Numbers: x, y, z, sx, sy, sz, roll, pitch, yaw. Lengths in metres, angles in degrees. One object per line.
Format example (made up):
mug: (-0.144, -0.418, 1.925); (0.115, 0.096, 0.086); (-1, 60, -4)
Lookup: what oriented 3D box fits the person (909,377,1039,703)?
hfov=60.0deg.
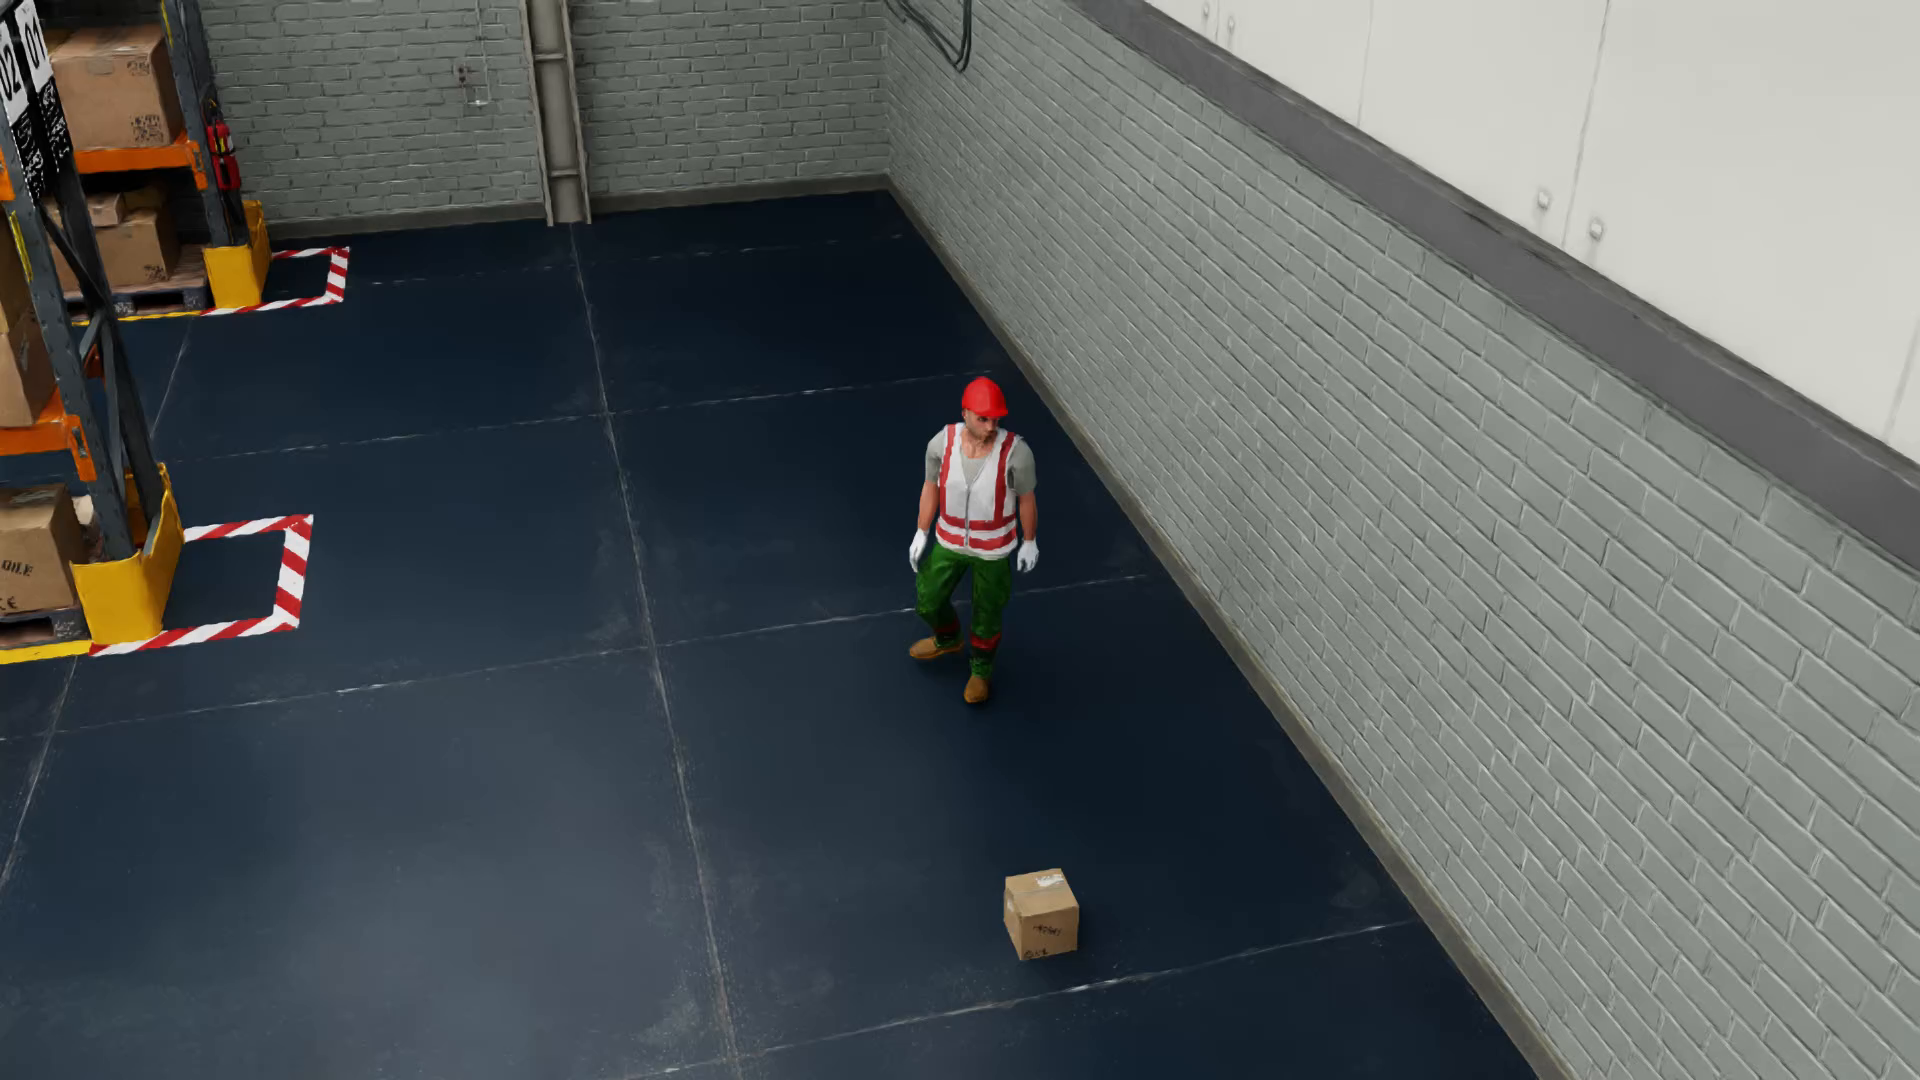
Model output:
person: (0.032, -0.011, 8.202); (0.710, 1.781, 0.430); (10, 31, 16)
